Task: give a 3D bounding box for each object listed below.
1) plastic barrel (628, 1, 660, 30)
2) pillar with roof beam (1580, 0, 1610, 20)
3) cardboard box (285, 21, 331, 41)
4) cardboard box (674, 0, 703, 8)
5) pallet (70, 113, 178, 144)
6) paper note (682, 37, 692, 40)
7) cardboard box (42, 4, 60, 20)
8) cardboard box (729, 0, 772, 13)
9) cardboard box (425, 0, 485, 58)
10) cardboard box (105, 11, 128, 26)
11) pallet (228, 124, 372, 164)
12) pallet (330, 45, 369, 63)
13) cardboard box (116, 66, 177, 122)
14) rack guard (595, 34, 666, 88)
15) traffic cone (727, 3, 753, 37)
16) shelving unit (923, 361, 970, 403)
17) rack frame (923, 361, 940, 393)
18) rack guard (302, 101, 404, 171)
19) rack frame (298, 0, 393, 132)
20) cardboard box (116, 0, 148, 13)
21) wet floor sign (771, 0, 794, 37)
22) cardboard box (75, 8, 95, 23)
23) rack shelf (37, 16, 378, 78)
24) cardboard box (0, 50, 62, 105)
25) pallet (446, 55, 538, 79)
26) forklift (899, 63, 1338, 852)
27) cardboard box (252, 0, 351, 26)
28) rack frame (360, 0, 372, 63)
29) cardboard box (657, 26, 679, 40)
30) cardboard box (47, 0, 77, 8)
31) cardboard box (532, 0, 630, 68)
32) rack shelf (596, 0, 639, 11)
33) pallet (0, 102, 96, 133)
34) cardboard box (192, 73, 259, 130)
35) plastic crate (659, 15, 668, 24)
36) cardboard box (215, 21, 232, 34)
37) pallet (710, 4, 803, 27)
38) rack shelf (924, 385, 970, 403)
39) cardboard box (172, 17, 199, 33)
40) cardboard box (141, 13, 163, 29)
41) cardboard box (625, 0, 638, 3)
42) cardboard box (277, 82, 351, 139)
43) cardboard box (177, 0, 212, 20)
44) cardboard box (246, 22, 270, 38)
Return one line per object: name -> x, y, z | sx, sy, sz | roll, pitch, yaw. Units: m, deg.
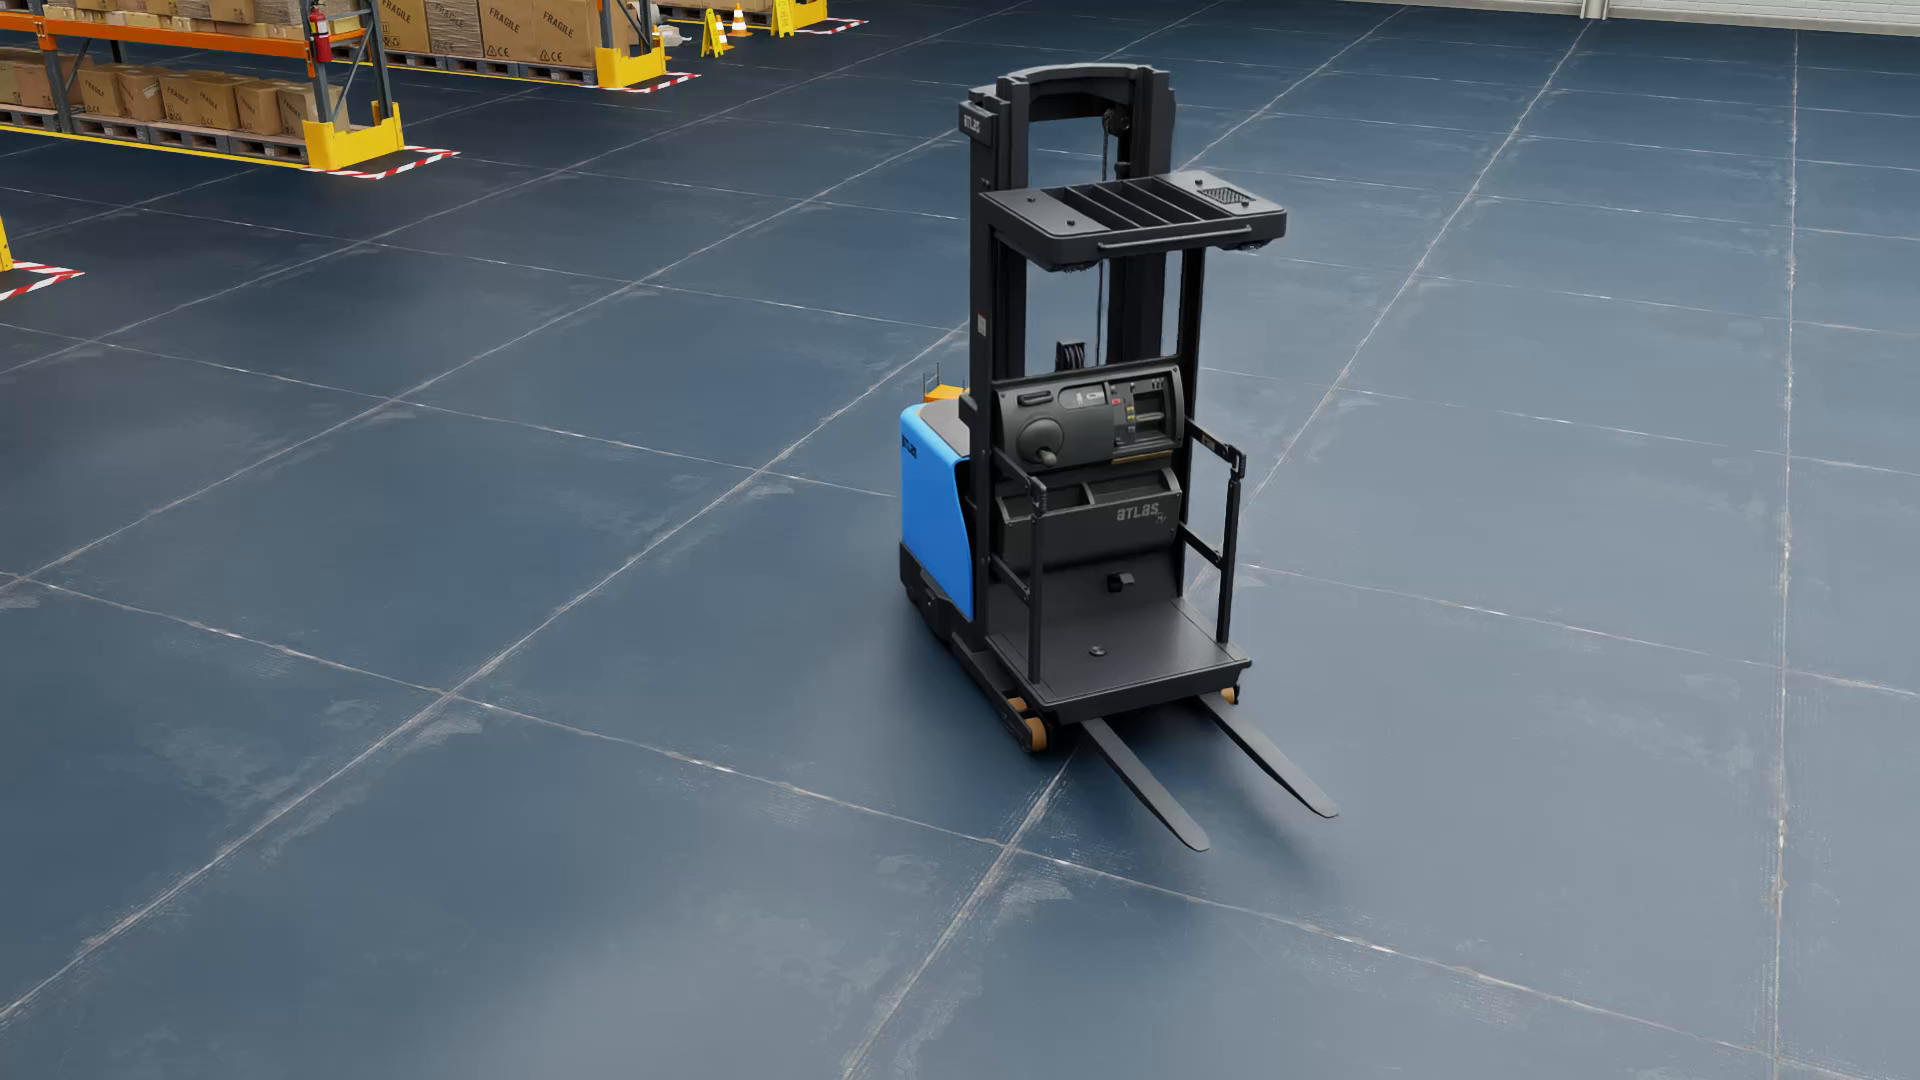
plastic barrel -> -4.954, -8.134, 25.792 | 0.512, 0.421, 0.421 | -12, 29, -23
pillar with roof beam -> 8.485, -10.774, 21.445 | 0.400, 9.000, 9.100 | 11, 28, 22
cardboard box -> -6.894, -5.393, 17.591 | 0.250, 0.149, 0.380 | 11, 28, 22
cardboard box -> -4.241, -8.707, 26.676 | 0.500, 0.250, 0.500 | 10, 28, 20
pallet -> -9.564, -4.908, 19.480 | 1.213, 0.211, 1.003 | 11, 28, 22
paper note -> -4.131, -7.561, 25.073 | 0.142, 0.019, 0.148 | 2, 26, 4
cardboard box -> -10.119, -5.995, 18.814 | 0.250, 0.149, 0.380 | 11, 28, 22
cardboard box -> -3.316, -8.520, 26.296 | 0.500, 0.250, 0.500 | 11, 28, 22
cardboard box -> -6.679, -7.172, 22.852 | 0.875, 0.875, 0.875 | 12, 28, 22
cardboard box -> -9.216, -5.805, 18.429 | 0.250, 0.149, 0.380 | 11, 28, 22
pallet -> -7.343, -4.462, 18.573 | 1.213, 0.211, 1.003 | 11, 28, 22
pallet -> -8.779, -7.103, 23.938 | 1.213, 0.211, 1.003 | 11, 28, 22
cardboard box -> -9.318, -5.144, 19.156 | 0.500, 0.500, 0.500 | 22, 34, 38
rack guard -> -4.382, -6.386, 22.155 | 0.348, 0.500, 1.175 | 11, 28, 22
traffic cone -> -3.372, -7.943, 25.359 | 0.334, 0.463, 0.336 | 11, 28, 22
shelving unit -> -0.049, -0.481, 9.538 | 0.252, 1.050, 0.215 | 11, 28, 22
rack frame -> -0.160, -0.503, 9.583 | 0.008, 1.050, 0.200 | 11, 28, 22
rack guard -> -6.618, -4.429, 18.179 | 0.348, 0.500, 1.175 | 11, 28, 22
rack frame -> -6.549, -5.536, 17.599 | 0.127, 3.000, 1.000 | 11, 28, 22
cardboard box -> -8.869, -6.182, 18.461 | 0.500, 0.500, 0.875 | 11, 28, 22
wet floor sign -> -2.717, -8.000, 25.268 | 0.232, 0.644, 0.267 | 23, 35, 39
cardboard box -> -9.658, -5.909, 18.641 | 0.250, 0.149, 0.380 | 11, 28, 22
rack shelf -> -8.369, -5.579, 18.500 | 4.000, 0.370, 1.077 | 11, 28, 22
cardboard box -> -11.167, -5.559, 19.977 | 0.500, 0.500, 0.700 | 11, 28, 21
pallet -> -6.271, -6.599, 22.915 | 1.213, 0.211, 1.003 | 11, 28, 22
forklift -> 0.695, -0.535, 7.519 | 1.130, 2.935, 3.031 | -10, 28, -20
cardboard box -> -7.038, -5.826, 17.738 | 0.500, 0.500, 0.875 | 11, 28, 22
rack frame -> -8.045, -8.243, 23.097 | 0.127, 3.000, 1.000 | 11, 28, 22
cardboard box -> -4.475, -7.669, 25.159 | 0.380, 0.149, 0.250 | -18, 31, -31
cardboard box -> -9.806, -6.339, 18.779 | 0.500, 0.500, 0.875 | 11, 28, 22
cardboard box -> -5.048, -6.845, 22.186 | 0.875, 0.875, 0.875 | 12, 28, 22
rack shelf -> -6.224, -7.555, 22.514 | 4.000, 0.370, 1.077 | 11, 28, 22
pallet -> -10.899, -5.158, 19.988 | 1.213, 0.211, 1.003 | 11, 28, 22
cardboard box -> -8.231, -4.942, 18.746 | 0.500, 0.500, 0.500 | 14, 30, 27
plastic crate -> -4.998, -8.326, 26.570 | 0.583, 0.080, 0.402 | 2, 26, 4
cardboard box -> -7.802, -5.578, 17.968 | 0.250, 0.149, 0.380 | 11, 28, 22
pallet -> -3.241, -8.447, 26.667 | 1.213, 0.211, 1.003 | 11, 28, 22
rack shelf -> -0.049, -0.726, 9.417 | 0.240, 0.259, 0.215 | 11, 28, 22
cardboard box -> -8.303, -5.625, 18.063 | 0.250, 0.149, 0.380 | 11, 28, 22
cardboard box -> -8.748, -5.726, 18.268 | 0.250, 0.149, 0.380 | 11, 28, 22
cardboard box -> -5.172, -8.898, 27.064 | 0.500, 0.250, 0.500 | 13, 29, 25
cardboard box -> -7.110, -4.724, 18.304 | 0.500, 0.500, 0.500 | 17, 31, 31
cardboard box -> -7.980, -5.978, 18.046 | 0.500, 0.500, 0.875 | 11, 28, 22
cardboard box -> -7.370, -5.464, 17.736 | 0.250, 0.149, 0.380 | 11, 28, 22
